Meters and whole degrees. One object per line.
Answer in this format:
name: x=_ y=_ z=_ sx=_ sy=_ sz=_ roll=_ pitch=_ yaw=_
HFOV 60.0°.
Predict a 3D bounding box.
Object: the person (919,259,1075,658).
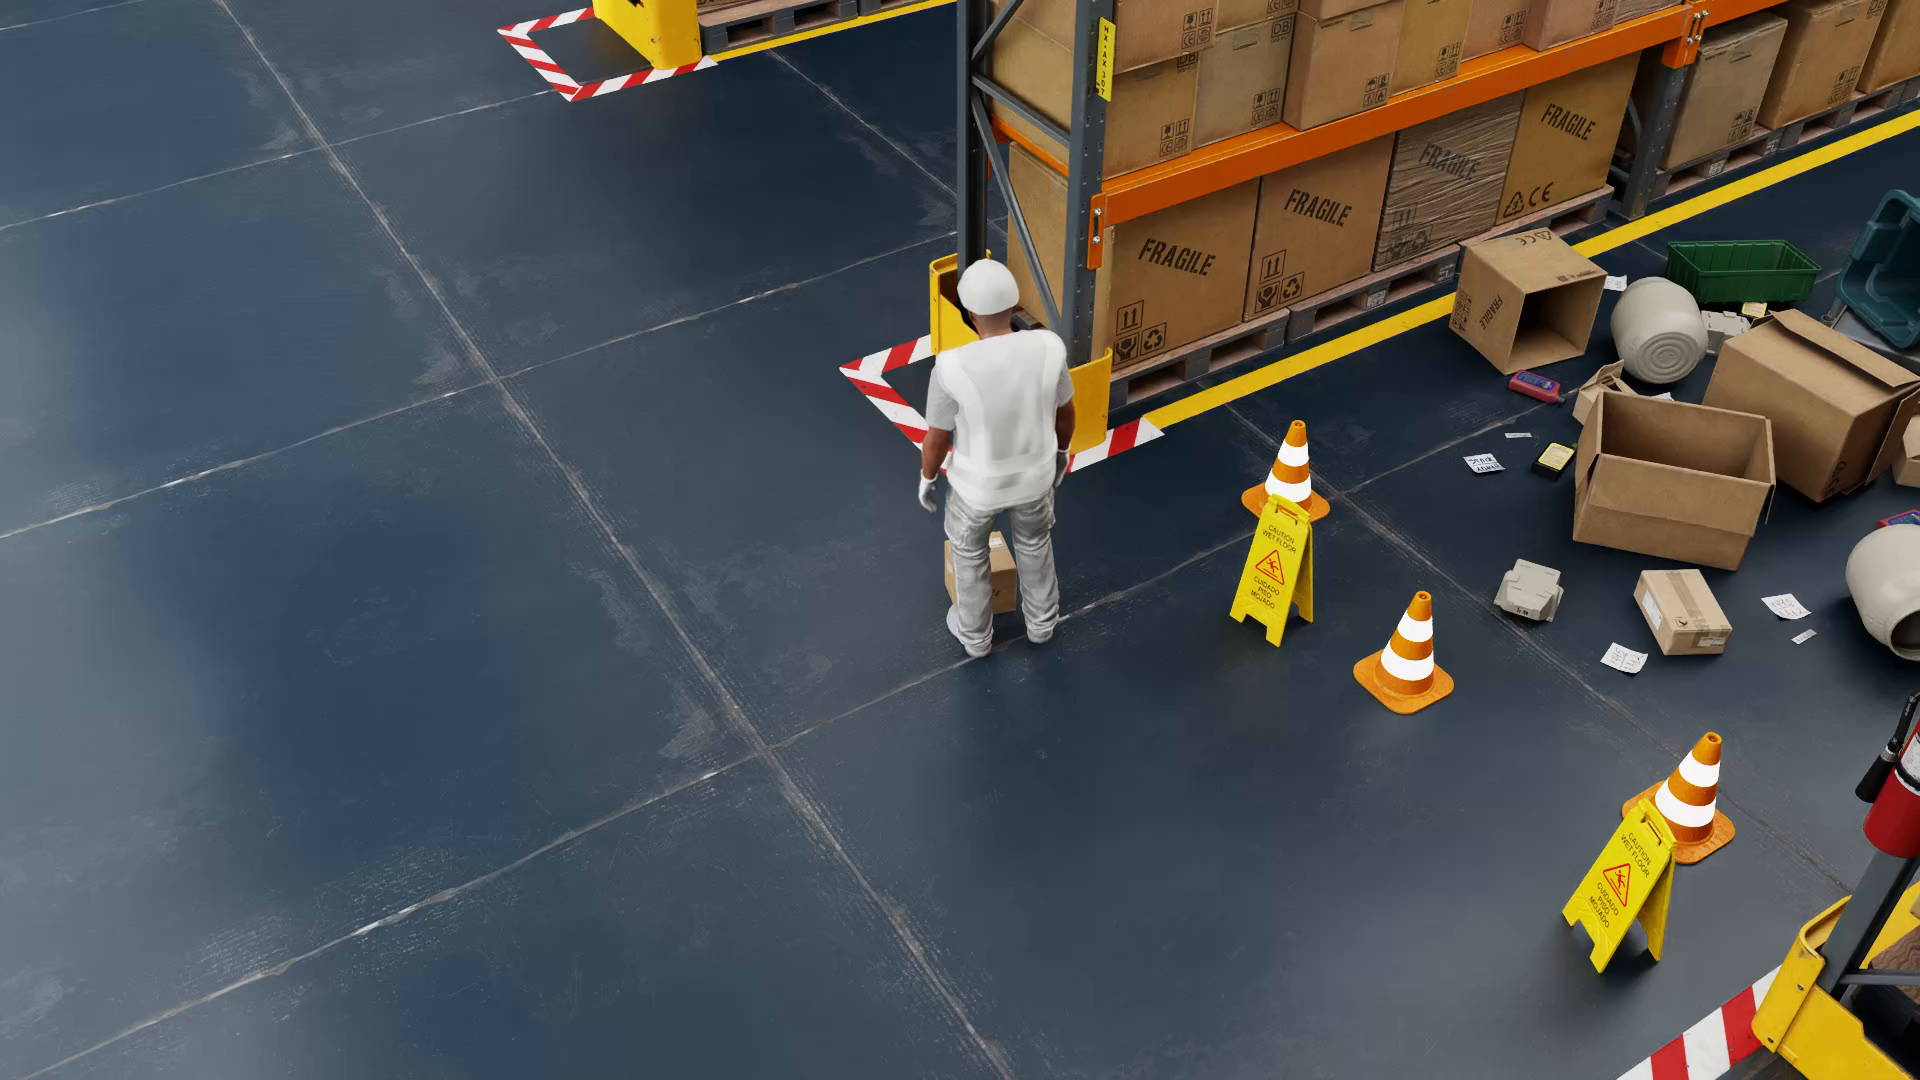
person: x=0.143 y=-0.278 z=6.474 sx=0.629 sy=1.775 sz=0.444 roll=-11 pitch=42 yaw=-13
